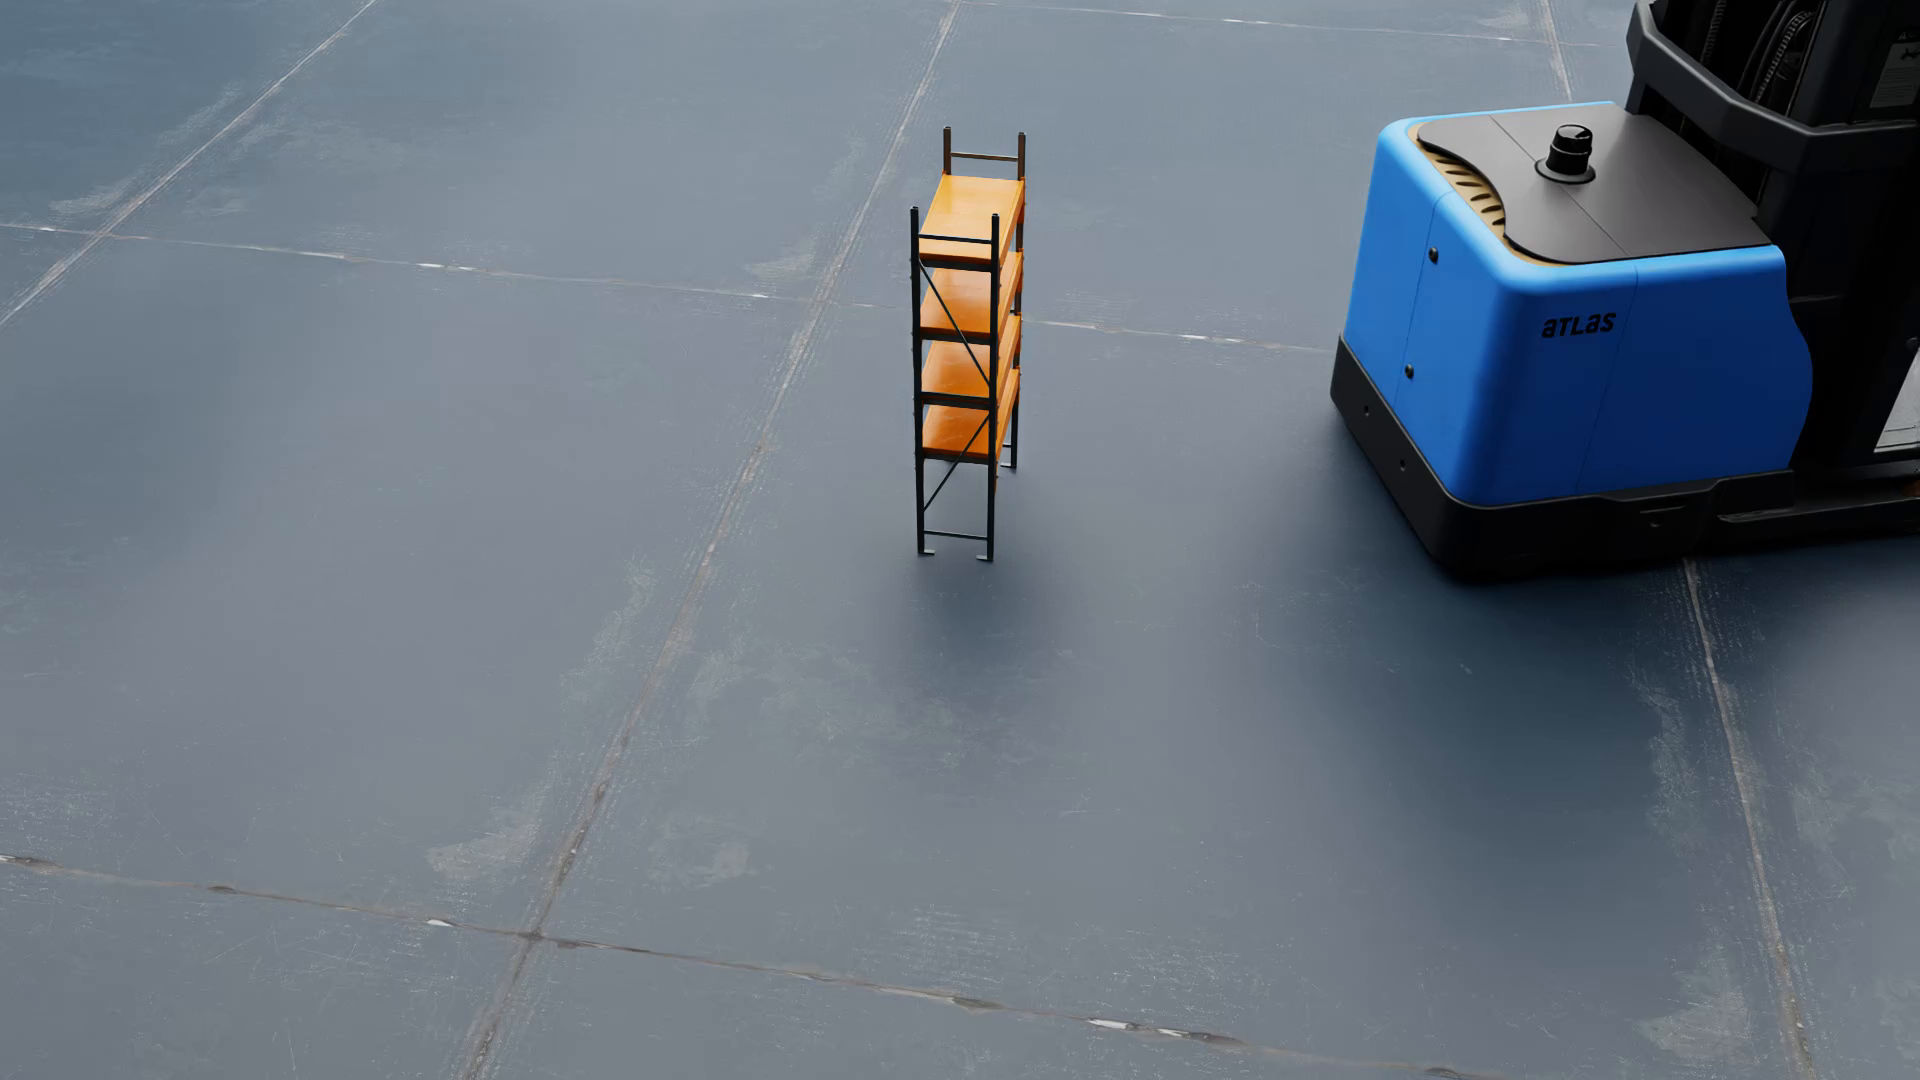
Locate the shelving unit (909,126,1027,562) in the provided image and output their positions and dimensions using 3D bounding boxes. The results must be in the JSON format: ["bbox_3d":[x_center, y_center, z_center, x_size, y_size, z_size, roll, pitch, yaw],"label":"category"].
[{"bbox_3d":[0.029,-0.566,4.993,0.258,1.200,0.503,6,40,8],"label":"shelving unit"}]

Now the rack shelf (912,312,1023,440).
[{"bbox_3d":[0.029,-0.514,5.036,0.258,0.148,0.480,6,40,8],"label":"rack shelf"}]

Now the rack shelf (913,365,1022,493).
[{"bbox_3d":[0.029,-0.361,5.163,0.258,0.148,0.480,6,40,8],"label":"rack shelf"}]

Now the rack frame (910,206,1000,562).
[{"bbox_3d":[-0.014,-0.413,4.808,0.240,1.200,0.015,6,40,8],"label":"rack frame"}]

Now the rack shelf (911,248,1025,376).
[{"bbox_3d":[0.029,-0.687,4.894,0.258,0.148,0.480,6,40,8],"label":"rack shelf"}]

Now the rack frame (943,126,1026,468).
[{"bbox_3d":[0.071,-0.719,5.179,0.240,1.200,0.015,6,40,8],"label":"rack frame"}]

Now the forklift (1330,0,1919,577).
[{"bbox_3d":[2.845,-1.478,4.738,3.031,2.935,1.130,-7,40,-8],"label":"forklift"}]

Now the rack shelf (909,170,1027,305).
[{"bbox_3d":[0.029,-0.869,4.743,0.258,0.148,0.480,6,40,8],"label":"rack shelf"}]
